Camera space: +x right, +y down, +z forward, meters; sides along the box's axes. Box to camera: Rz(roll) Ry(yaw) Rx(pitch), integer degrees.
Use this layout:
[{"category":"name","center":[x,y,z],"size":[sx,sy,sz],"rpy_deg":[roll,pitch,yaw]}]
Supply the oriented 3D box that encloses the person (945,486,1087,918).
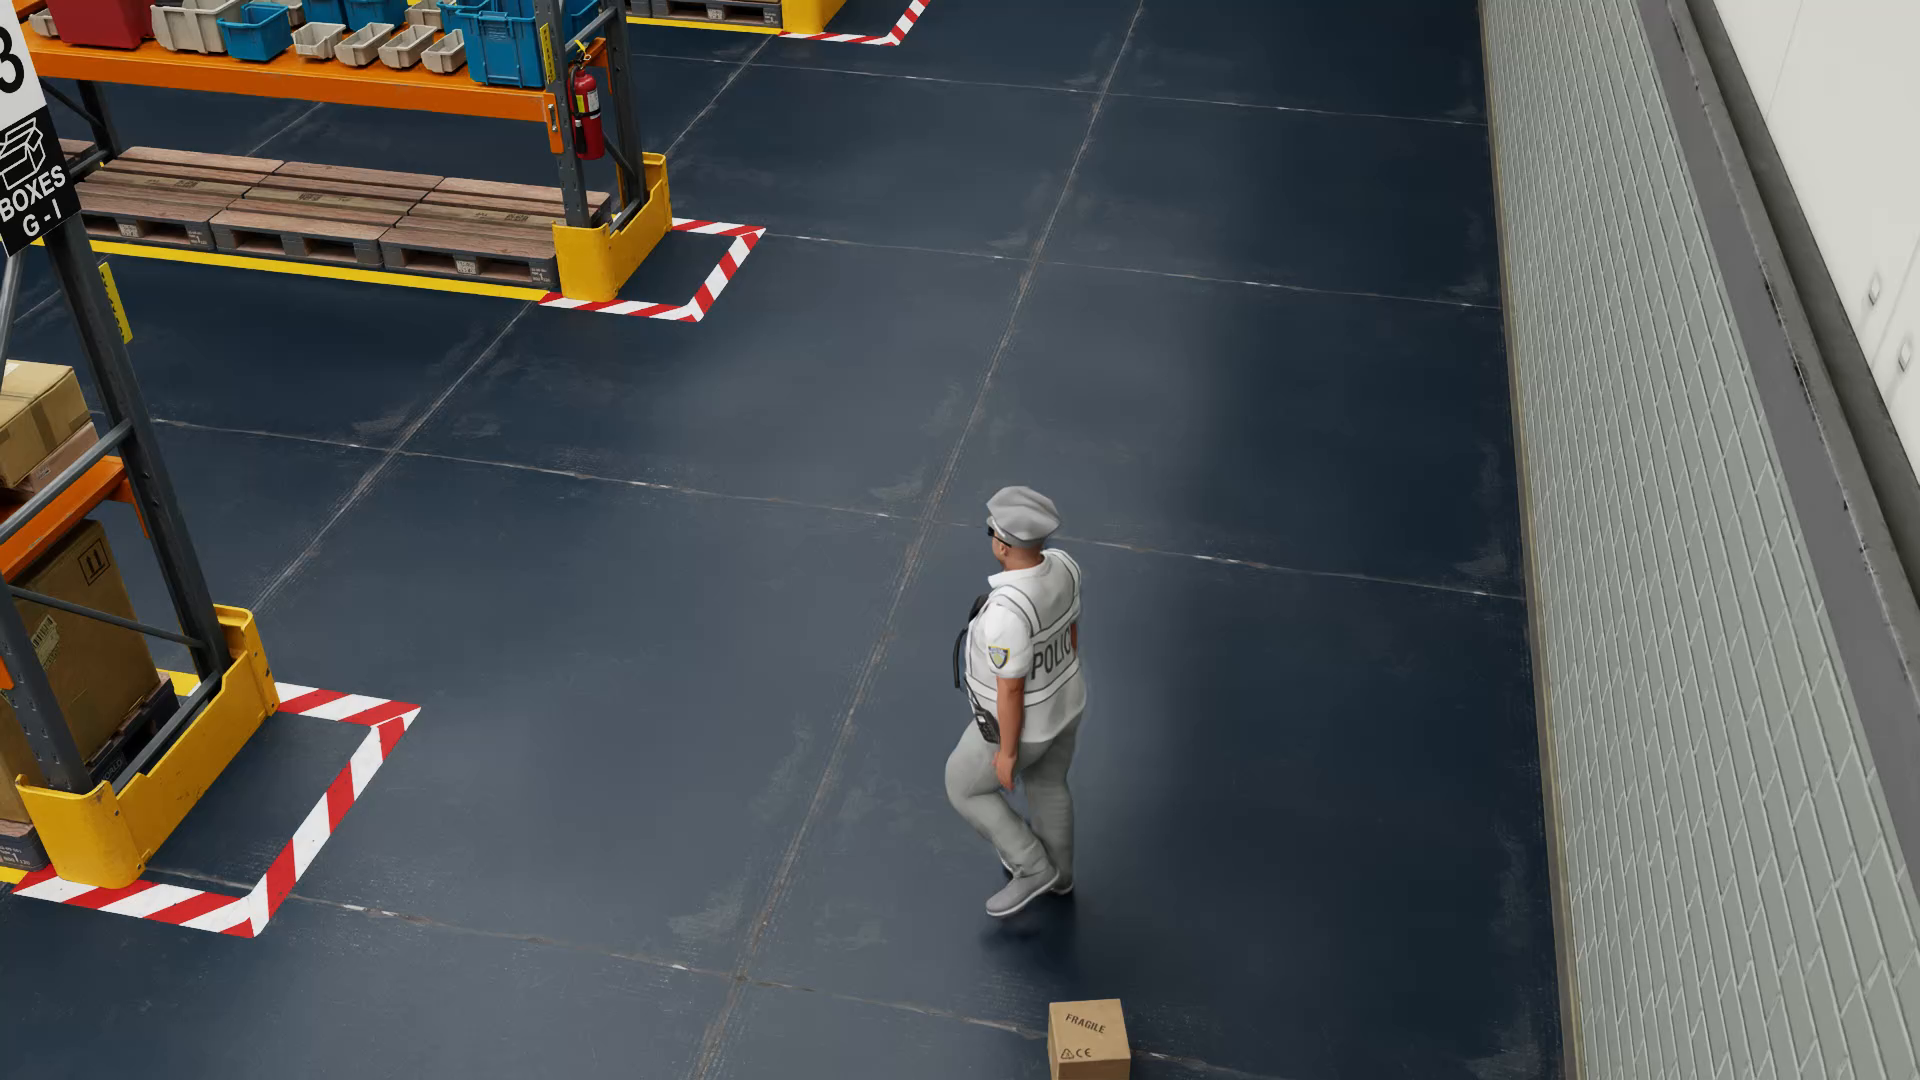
[{"category":"person","center":[0.248,0.620,6.085],"size":[0.484,1.748,0.596],"rpy_deg":[24,42,28]}]
